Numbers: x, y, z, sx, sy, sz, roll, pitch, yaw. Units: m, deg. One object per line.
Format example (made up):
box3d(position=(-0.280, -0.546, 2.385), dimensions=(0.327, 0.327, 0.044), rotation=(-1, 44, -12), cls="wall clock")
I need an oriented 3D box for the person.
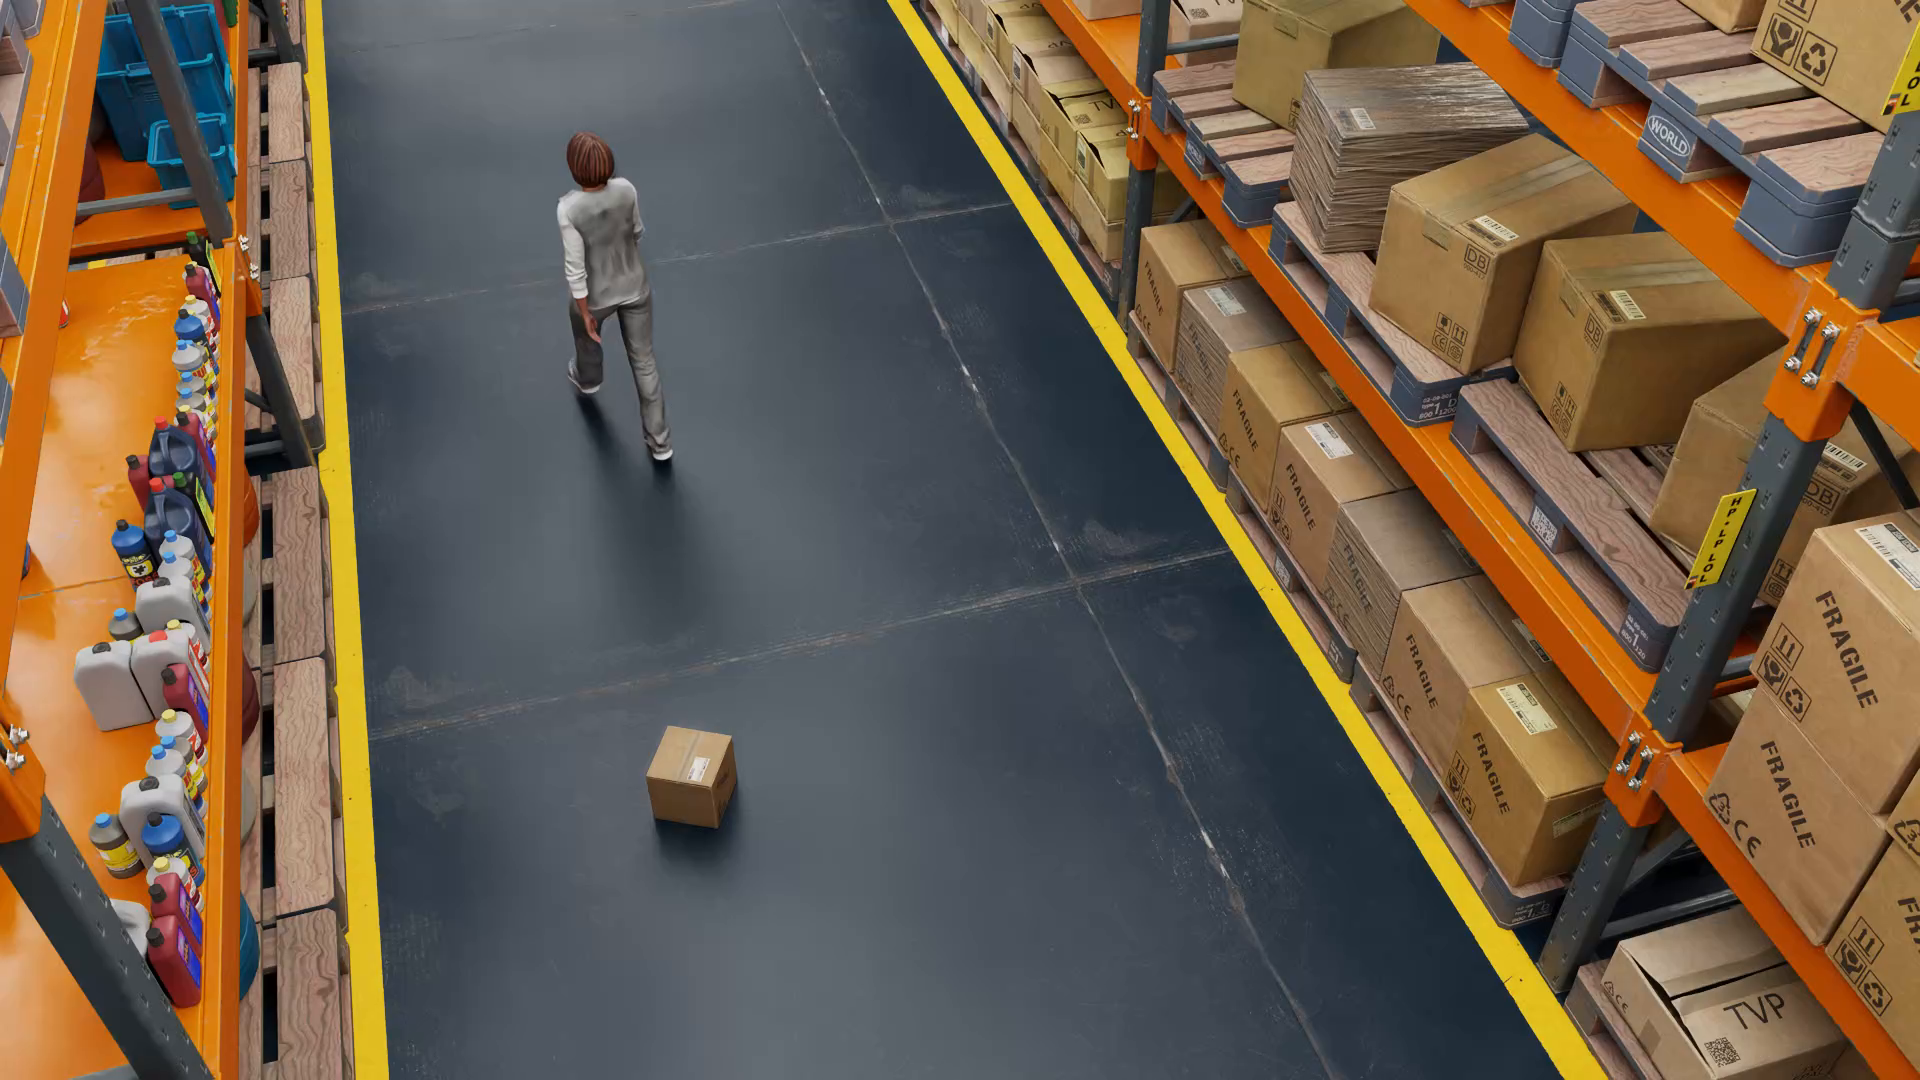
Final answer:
box3d(position=(-1.587, -1.171, 7.415), dimensions=(0.414, 1.545, 0.921), rotation=(-20, 46, -20), cls="person")
